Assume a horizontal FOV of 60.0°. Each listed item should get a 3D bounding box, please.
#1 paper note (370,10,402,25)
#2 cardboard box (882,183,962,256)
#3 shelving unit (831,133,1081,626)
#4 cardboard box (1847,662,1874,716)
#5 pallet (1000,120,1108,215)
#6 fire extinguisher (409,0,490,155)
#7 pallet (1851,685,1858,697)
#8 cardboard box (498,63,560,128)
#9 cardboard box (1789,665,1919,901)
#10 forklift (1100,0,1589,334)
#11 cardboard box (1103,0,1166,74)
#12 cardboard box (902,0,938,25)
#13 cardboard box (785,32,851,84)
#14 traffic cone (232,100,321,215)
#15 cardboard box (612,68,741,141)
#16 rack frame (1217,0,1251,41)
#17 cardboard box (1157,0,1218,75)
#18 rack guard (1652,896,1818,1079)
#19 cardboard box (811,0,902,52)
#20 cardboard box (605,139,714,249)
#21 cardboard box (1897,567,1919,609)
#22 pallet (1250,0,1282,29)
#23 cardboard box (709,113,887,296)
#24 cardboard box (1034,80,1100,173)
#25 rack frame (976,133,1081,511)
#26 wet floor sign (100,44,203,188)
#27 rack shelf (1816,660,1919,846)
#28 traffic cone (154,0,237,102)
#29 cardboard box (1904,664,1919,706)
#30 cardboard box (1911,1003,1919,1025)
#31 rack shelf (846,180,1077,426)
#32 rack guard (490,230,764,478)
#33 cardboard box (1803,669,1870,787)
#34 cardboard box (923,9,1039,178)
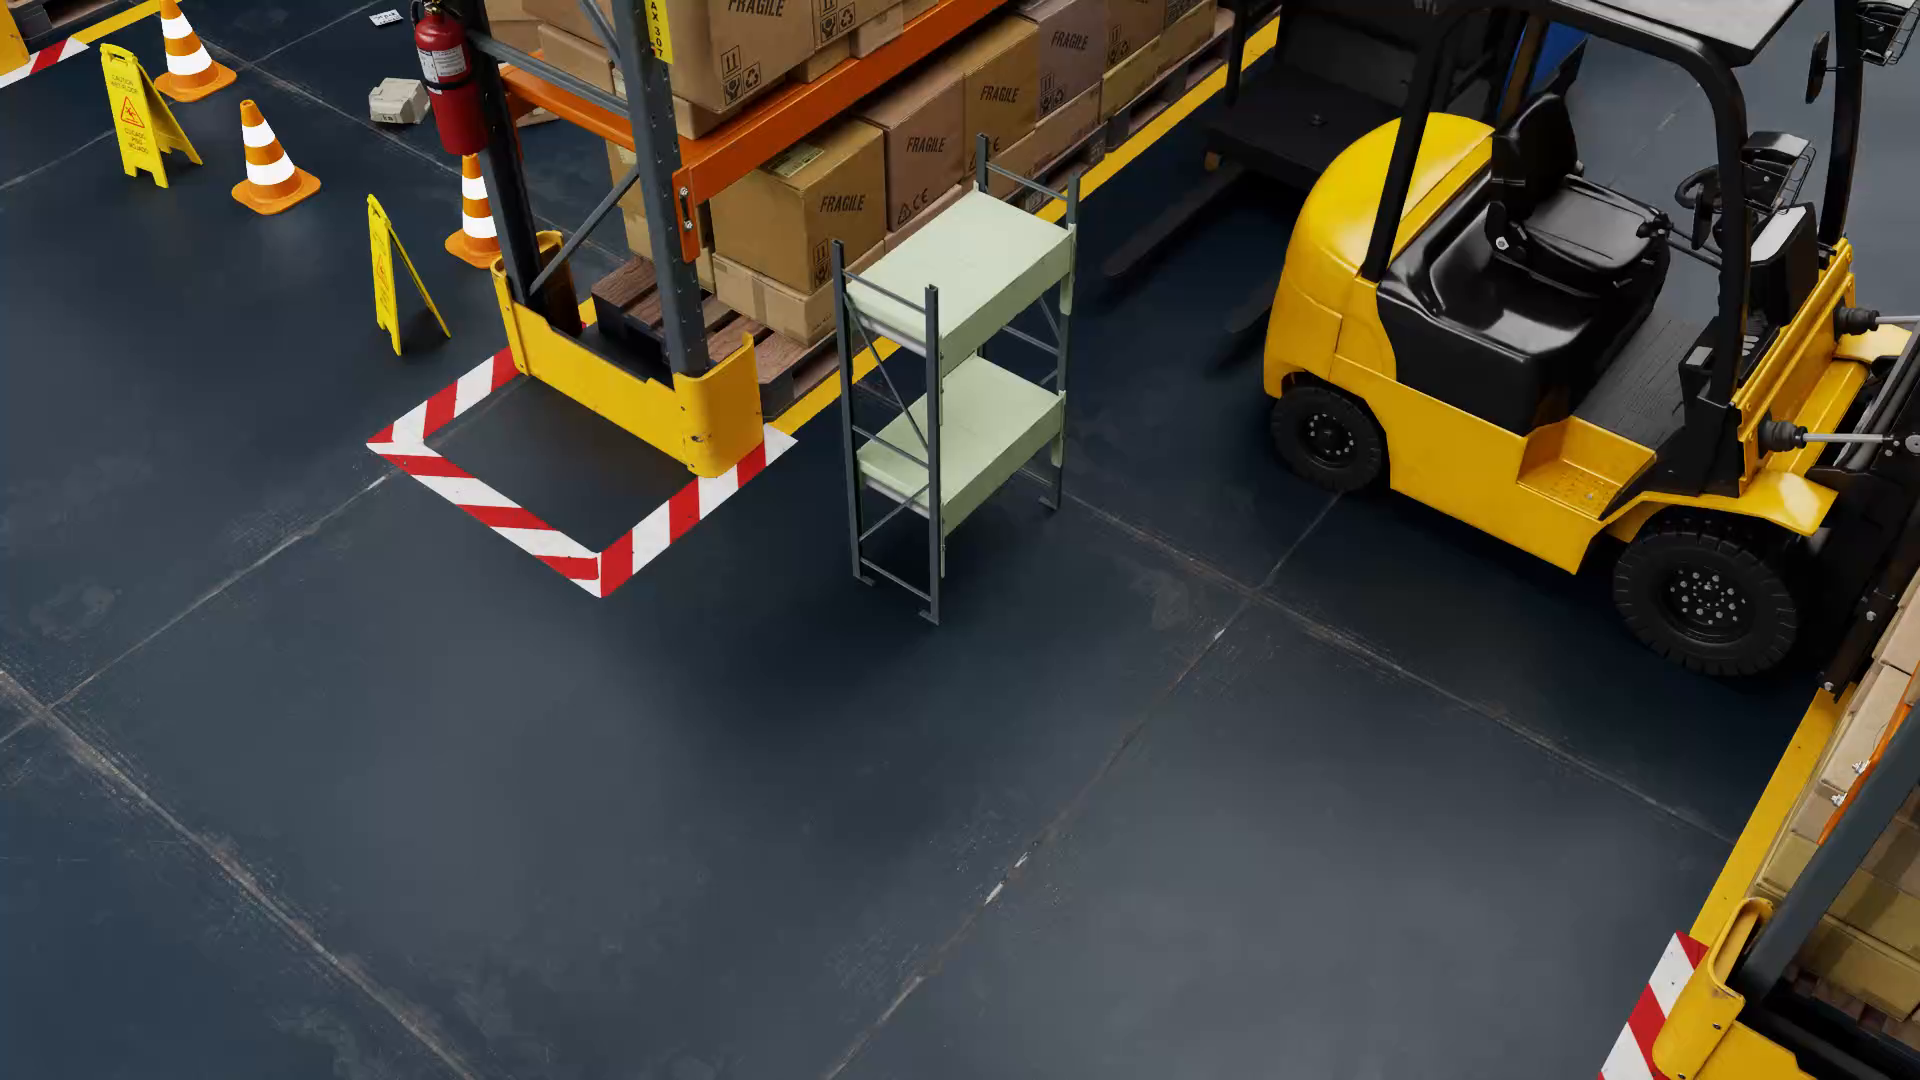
[{"bbox_3d":[-3.071,-2.798,8.903,0.142,0.017,0.144,-25,51,-22],"label":"paper note"},{"bbox_3d":[-0.339,-1.394,7.118,0.500,0.250,0.500,31,54,26],"label":"cardboard box"},{"bbox_3d":[-0.004,-0.514,5.704,0.431,1.500,0.755,29,53,25],"label":"shelving unit"},{"bbox_3d":[2.927,0.555,4.911,0.500,0.250,0.500,29,53,25],"label":"cardboard box"},{"bbox_3d":[-0.052,-1.795,7.819,1.003,0.211,1.213,29,53,25],"label":"pallet"},{"bbox_3d":[-1.804,-1.682,5.836,0.296,0.674,0.183,29,53,25],"label":"fire extinguisher"},{"bbox_3d":[3.742,0.434,5.689,1.003,0.211,1.213,29,53,25],"label":"pallet"},{"bbox_3d":[-2.167,-2.228,8.276,0.250,0.149,0.380,-17,49,-15],"label":"cardboard box"},{"bbox_3d":[2.596,0.680,4.446,0.500,0.250,0.500,31,54,26],"label":"cardboard box"},{"bbox_3d":[1.795,-2.701,6.803,1.130,2.935,3.031,30,53,25],"label":"forklift"},{"bbox_3d":[0.618,-2.565,7.718,0.500,0.500,0.500,30,53,26],"label":"cardboard box"},{"bbox_3d":[-0.305,-2.141,6.394,0.380,0.149,0.250,31,54,26],"label":"cardboard box"},{"bbox_3d":[-0.628,-1.853,6.120,0.380,0.149,0.250,28,52,24],"label":"cardboard box"},{"bbox_3d":[-3.213,-1.807,7.656,0.336,0.463,0.334,29,53,25],"label":"traffic cone"},{"bbox_3d":[-0.997,-1.586,5.865,0.380,0.149,0.250,29,53,25],"label":"cardboard box"},{"bbox_3d":[1.077,-3.859,7.862,1.000,3.000,0.127,29,53,25],"label":"rack frame"},{"bbox_3d":[0.928,-2.597,8.268,0.500,0.250,0.500,32,54,27],"label":"cardboard box"},{"bbox_3d":[2.547,1.499,4.472,1.175,0.500,0.348,29,53,25],"label":"rack guard"},{"bbox_3d":[-0.546,-2.154,5.958,0.500,0.500,0.500,31,54,26],"label":"cardboard box"},{"bbox_3d":[-1.086,-1.598,6.795,0.500,0.500,0.500,30,53,25],"label":"cardboard box"},{"bbox_3d":[3.204,0.092,5.007,0.500,0.250,0.500,30,53,25],"label":"cardboard box"},{"bbox_3d":[1.551,-3.342,9.297,1.003,0.211,1.213,29,53,25],"label":"pallet"},{"bbox_3d":[-0.643,-1.378,6.584,0.500,0.500,0.500,28,52,24],"label":"cardboard box"},{"bbox_3d":[0.296,-1.999,7.697,0.500,0.250,0.500,30,53,26],"label":"cardboard box"},{"bbox_3d":[0.220,-0.724,5.904,0.400,1.500,0.023,29,53,25],"label":"rack frame"},{"bbox_3d":[-3.799,-1.996,7.710,0.267,0.644,0.232,21,50,19],"label":"wet floor sign"},{"bbox_3d":[3.784,-0.274,4.935,1.077,0.370,4.000,29,53,25],"label":"rack shelf"},{"bbox_3d":[-3.899,-2.501,8.319,0.336,0.463,0.334,29,53,25],"label":"traffic cone"},{"bbox_3d":[2.654,0.190,3.925,0.500,0.500,0.500,28,52,24],"label":"cardboard box"},{"bbox_3d":[3.016,1.232,4.610,0.500,0.250,0.500,29,53,25],"label":"cardboard box"},{"bbox_3d":[-0.004,-0.784,5.422,0.431,0.370,0.720,29,53,25],"label":"rack shelf"},{"bbox_3d":[-1.323,-0.750,6.621,1.175,0.500,0.348,29,53,25],"label":"rack guard"},{"bbox_3d":[2.910,0.738,5.082,0.500,0.250,0.500,29,53,25],"label":"cardboard box"},{"bbox_3d":[-0.014,-1.962,7.143,0.500,0.500,0.500,30,53,26],"label":"cardboard box"}]
